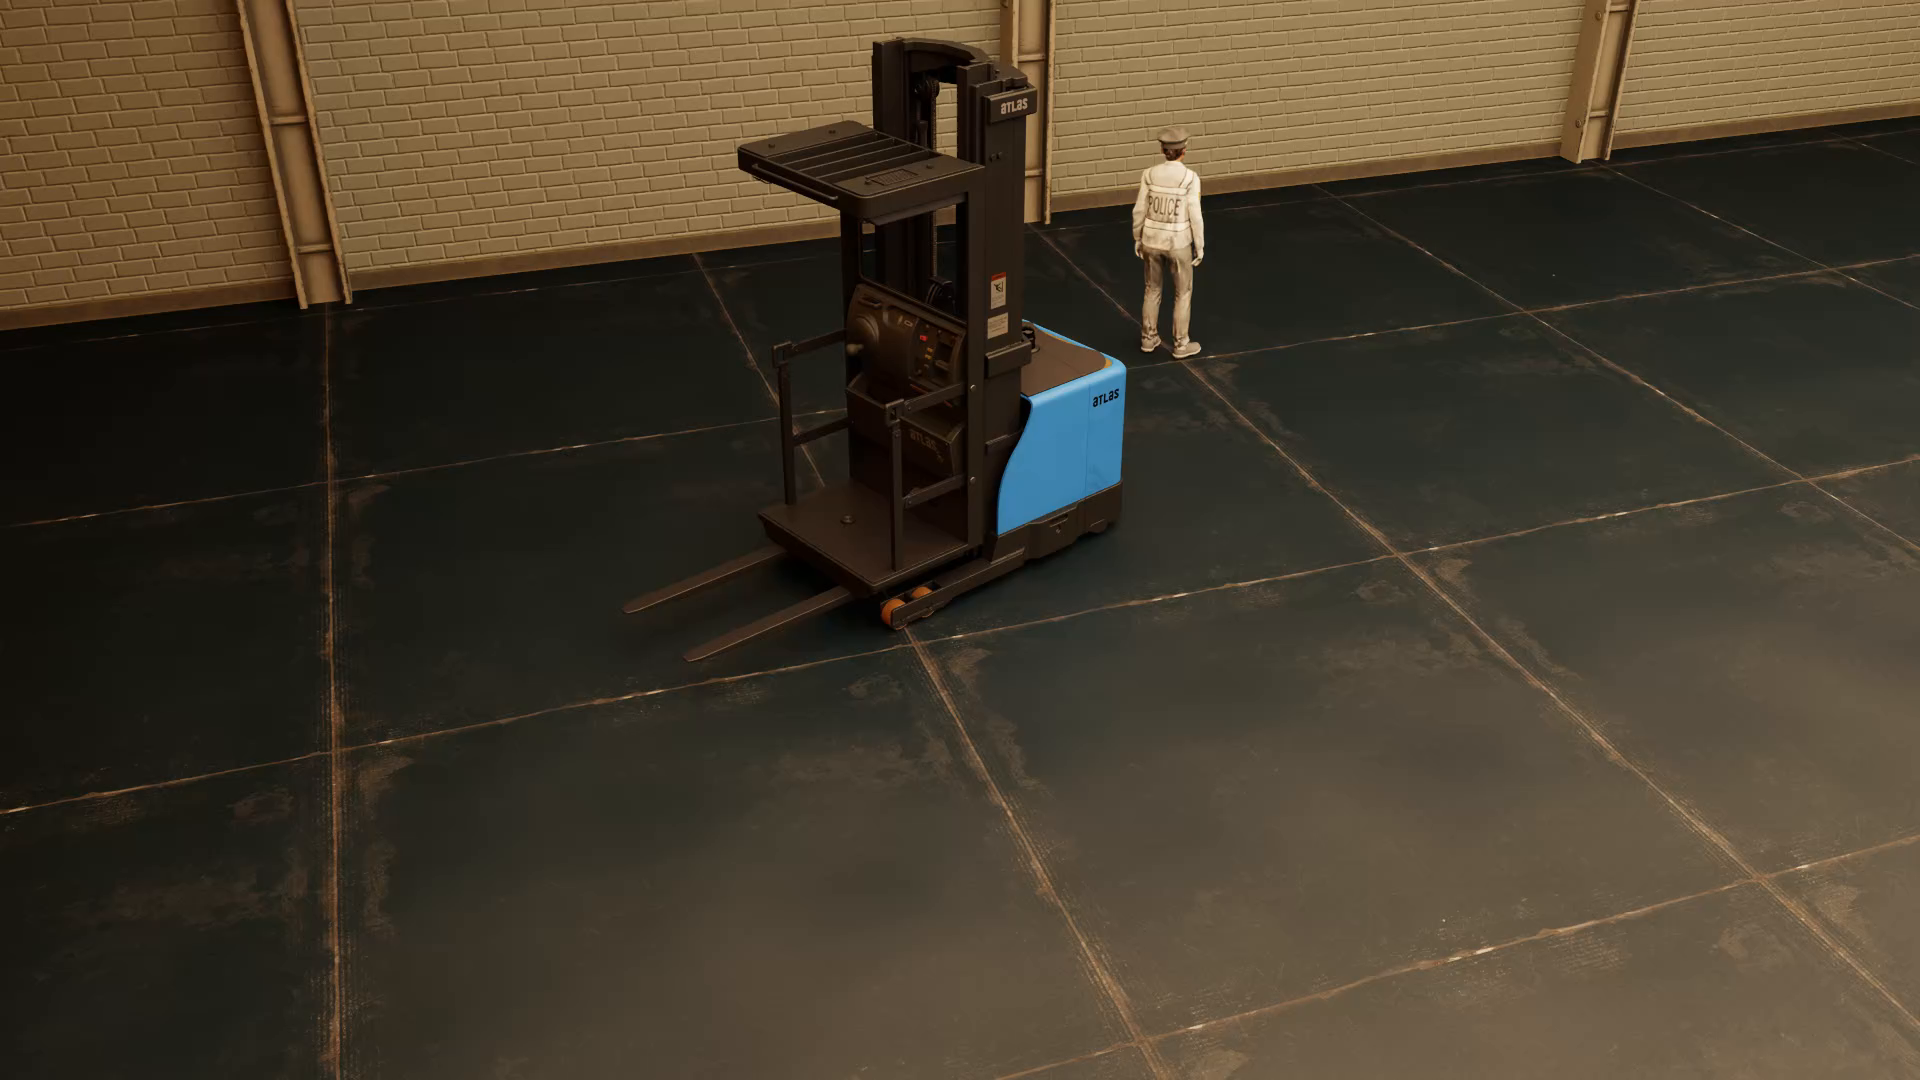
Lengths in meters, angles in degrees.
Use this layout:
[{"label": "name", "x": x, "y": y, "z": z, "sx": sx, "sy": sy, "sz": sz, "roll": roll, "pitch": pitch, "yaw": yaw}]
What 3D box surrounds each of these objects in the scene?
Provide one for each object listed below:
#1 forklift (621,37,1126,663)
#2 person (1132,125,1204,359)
[{"label": "forklift", "x": -0.461, "y": -1.072, "z": 8.951, "sx": 3.031, "sy": 2.935, "sz": 1.130, "roll": -23, "pitch": 37, "yaw": -34}, {"label": "person", "x": 1.514, "y": -2.146, "z": 12.089, "sx": 0.547, "sy": 1.664, "sz": 0.374, "roll": 14, "pitch": 33, "yaw": 23}]
